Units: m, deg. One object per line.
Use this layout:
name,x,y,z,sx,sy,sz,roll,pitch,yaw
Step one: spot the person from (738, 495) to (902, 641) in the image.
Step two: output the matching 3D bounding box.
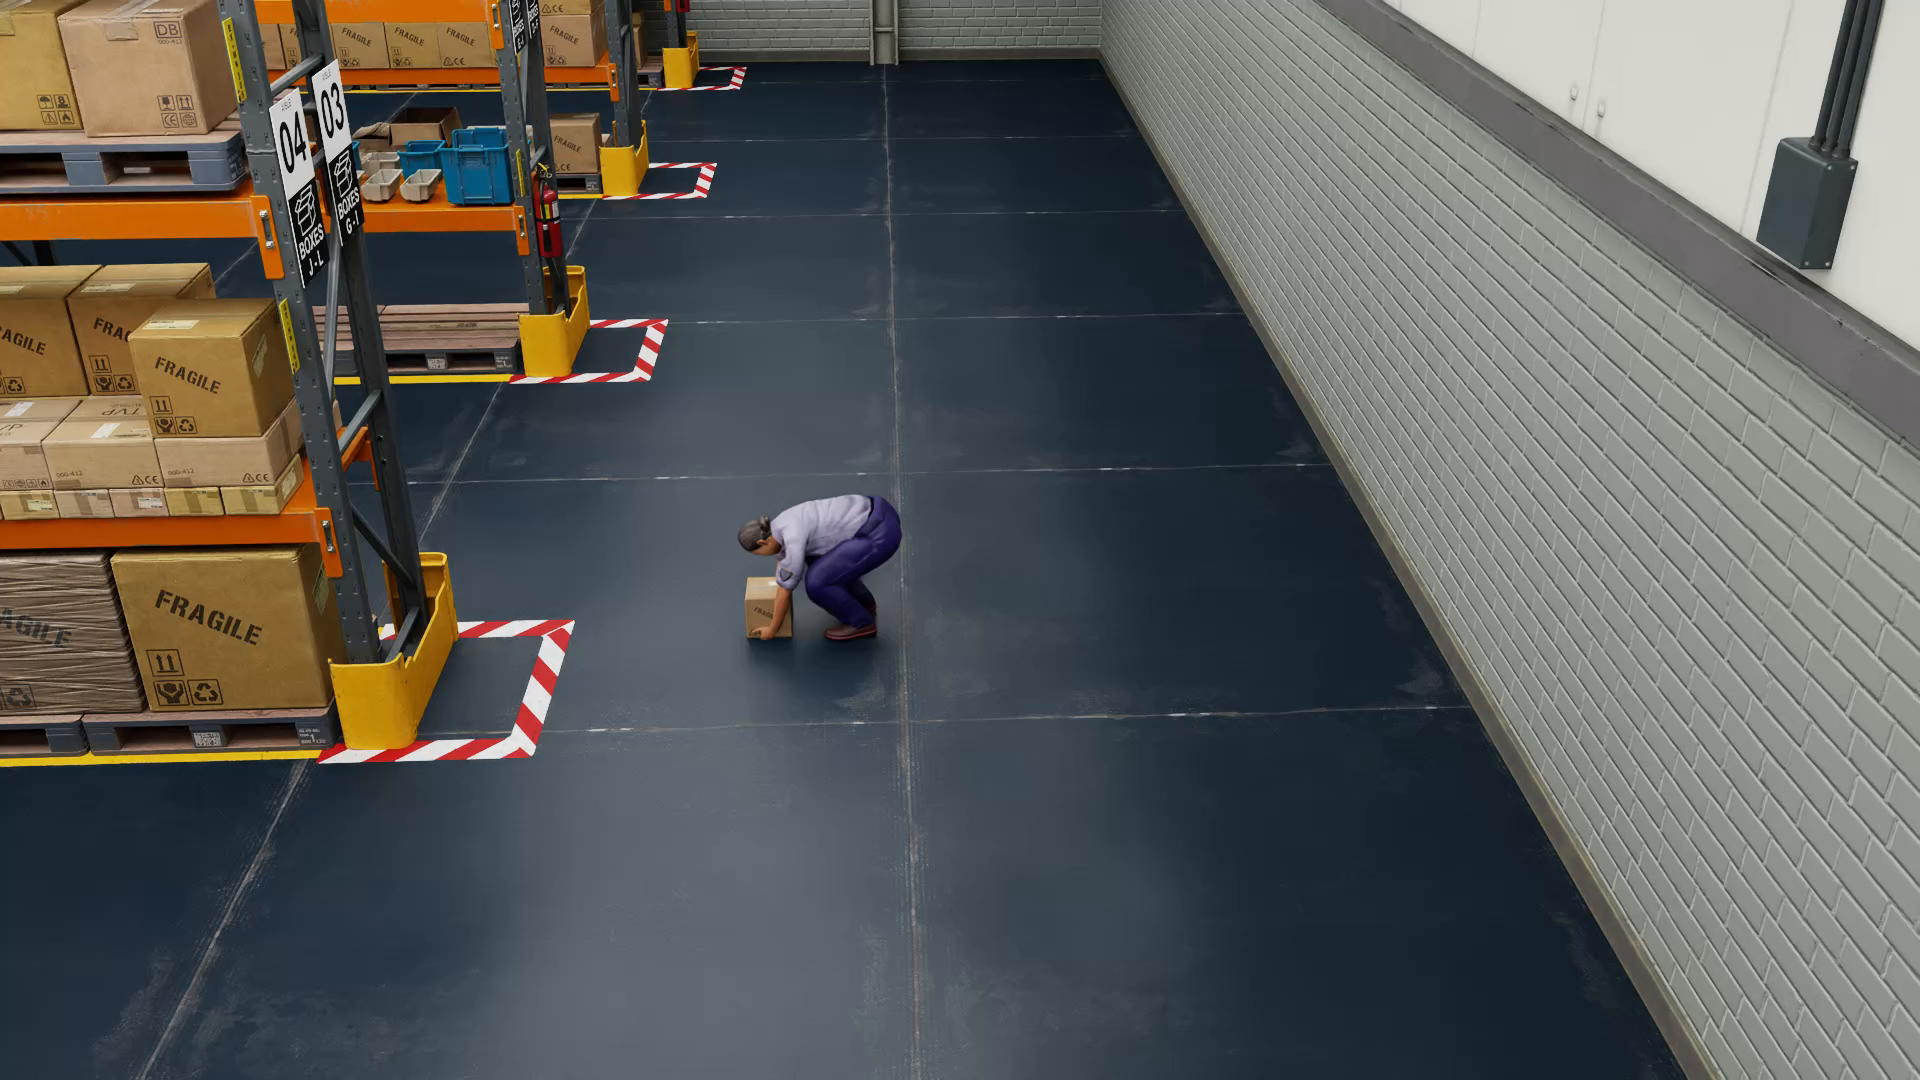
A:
person,-0.775,0.148,9.313,0.905,0.784,0.521,-2,28,-4
